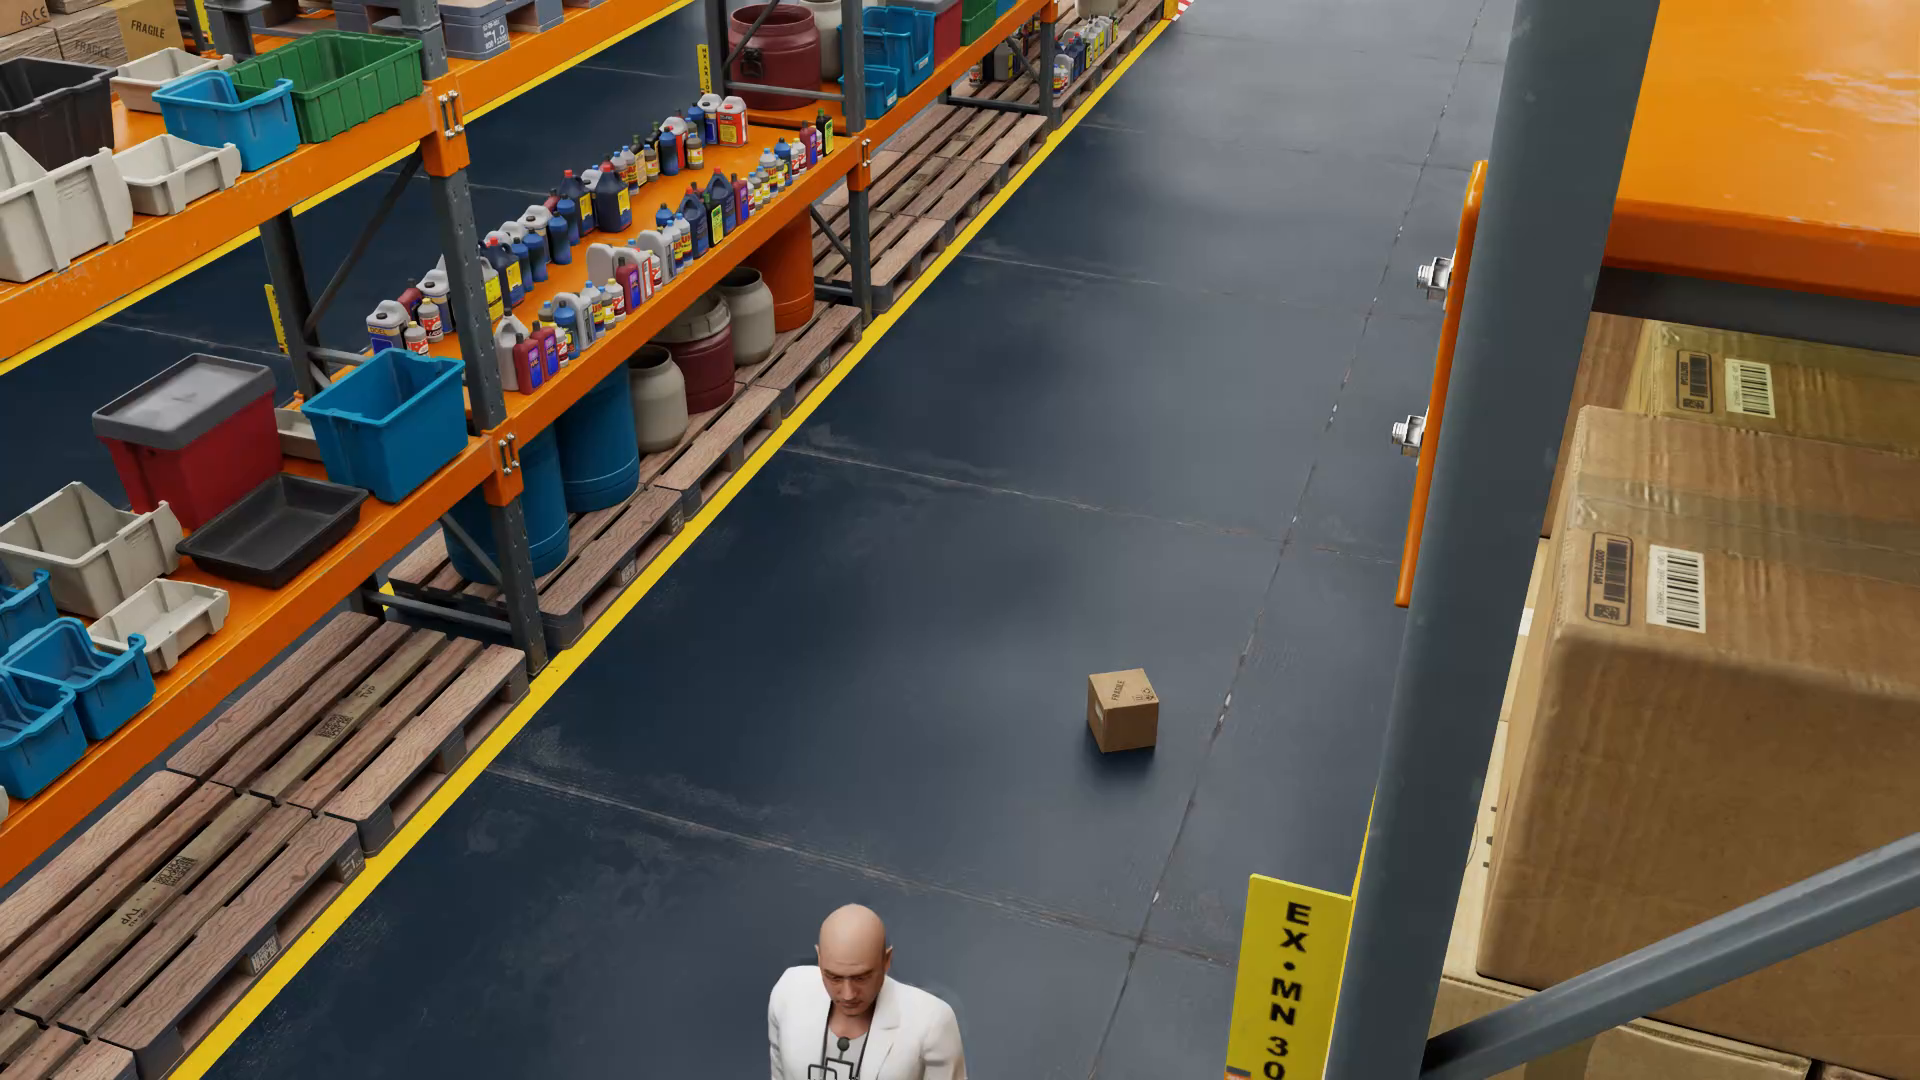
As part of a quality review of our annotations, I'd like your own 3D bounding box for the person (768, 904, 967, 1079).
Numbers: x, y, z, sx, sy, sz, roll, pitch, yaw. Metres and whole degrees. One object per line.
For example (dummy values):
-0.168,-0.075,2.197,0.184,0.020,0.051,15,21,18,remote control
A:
-0.287,1.743,4.428,0.621,1.730,1.027,7,33,11,person
